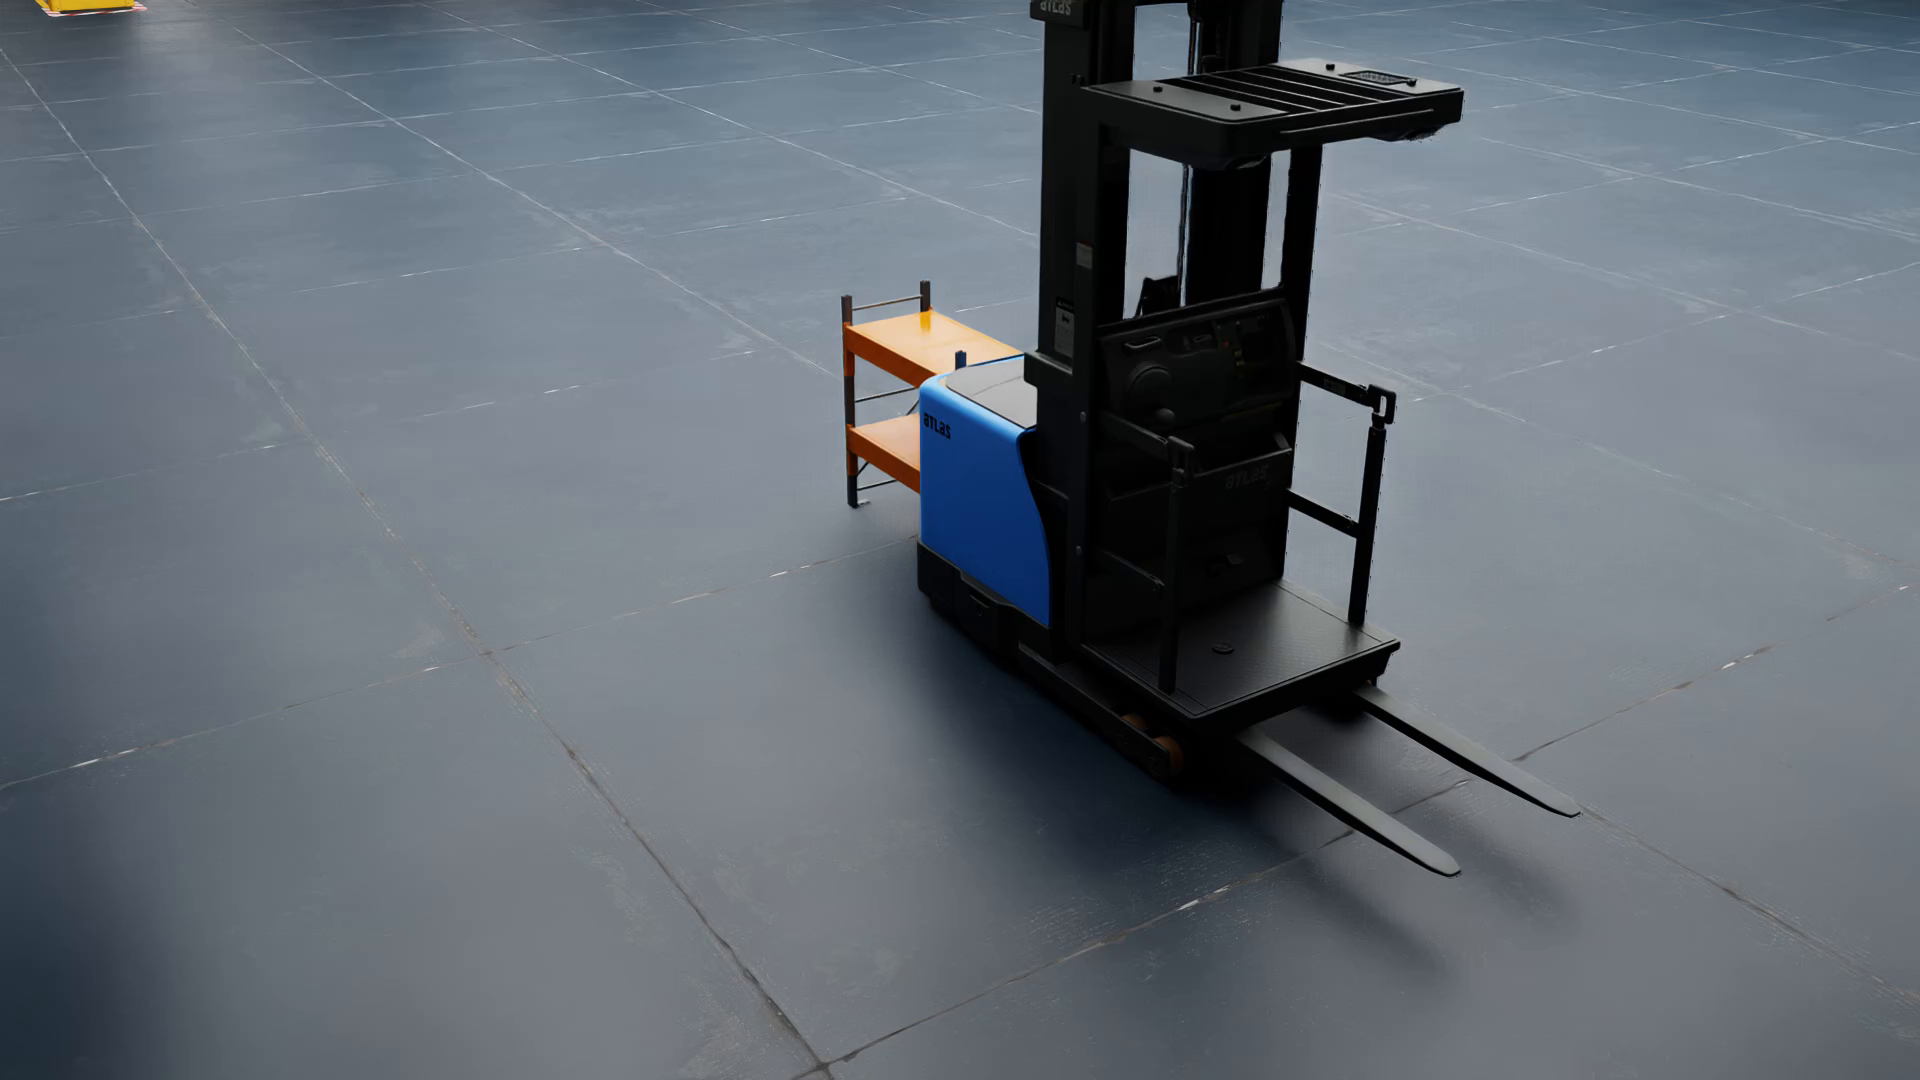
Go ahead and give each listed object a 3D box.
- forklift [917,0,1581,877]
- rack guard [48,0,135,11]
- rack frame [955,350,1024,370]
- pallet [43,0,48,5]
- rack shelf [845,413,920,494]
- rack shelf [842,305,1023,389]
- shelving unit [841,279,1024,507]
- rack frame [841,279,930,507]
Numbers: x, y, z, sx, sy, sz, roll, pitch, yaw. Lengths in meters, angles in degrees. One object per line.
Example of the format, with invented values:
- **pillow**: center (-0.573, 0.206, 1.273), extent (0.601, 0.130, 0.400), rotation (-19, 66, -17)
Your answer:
- **forklift**: center (1.036, -0.647, 6.187), extent (1.130, 2.935, 3.031), rotation (-16, 30, -30)
- **rack guard**: center (-13.384, -8.443, 25.550), extent (1.175, 0.500, 0.348), rotation (-16, 29, -30)
- **rack frame**: center (0.194, -0.383, 7.744), extent (0.500, 1.125, 0.032), rotation (-16, 30, -30)
- **pallet**: center (-13.850, -8.585, 26.188), extent (1.003, 0.211, 1.213), rotation (-16, 29, -30)
- **rack shelf**: center (-0.086, -0.343, 8.232), extent (0.538, 0.278, 1.000), rotation (-16, 30, -30)
- **rack shelf**: center (-0.086, -0.829, 8.003), extent (0.538, 0.278, 1.000), rotation (-16, 30, -30)
- **shelving unit**: center (-0.086, -0.564, 8.128), extent (0.538, 1.125, 1.048), rotation (-16, 30, -30)
- **rack frame**: center (-0.367, -0.745, 8.511), extent (0.500, 1.125, 0.032), rotation (-16, 30, -30)
